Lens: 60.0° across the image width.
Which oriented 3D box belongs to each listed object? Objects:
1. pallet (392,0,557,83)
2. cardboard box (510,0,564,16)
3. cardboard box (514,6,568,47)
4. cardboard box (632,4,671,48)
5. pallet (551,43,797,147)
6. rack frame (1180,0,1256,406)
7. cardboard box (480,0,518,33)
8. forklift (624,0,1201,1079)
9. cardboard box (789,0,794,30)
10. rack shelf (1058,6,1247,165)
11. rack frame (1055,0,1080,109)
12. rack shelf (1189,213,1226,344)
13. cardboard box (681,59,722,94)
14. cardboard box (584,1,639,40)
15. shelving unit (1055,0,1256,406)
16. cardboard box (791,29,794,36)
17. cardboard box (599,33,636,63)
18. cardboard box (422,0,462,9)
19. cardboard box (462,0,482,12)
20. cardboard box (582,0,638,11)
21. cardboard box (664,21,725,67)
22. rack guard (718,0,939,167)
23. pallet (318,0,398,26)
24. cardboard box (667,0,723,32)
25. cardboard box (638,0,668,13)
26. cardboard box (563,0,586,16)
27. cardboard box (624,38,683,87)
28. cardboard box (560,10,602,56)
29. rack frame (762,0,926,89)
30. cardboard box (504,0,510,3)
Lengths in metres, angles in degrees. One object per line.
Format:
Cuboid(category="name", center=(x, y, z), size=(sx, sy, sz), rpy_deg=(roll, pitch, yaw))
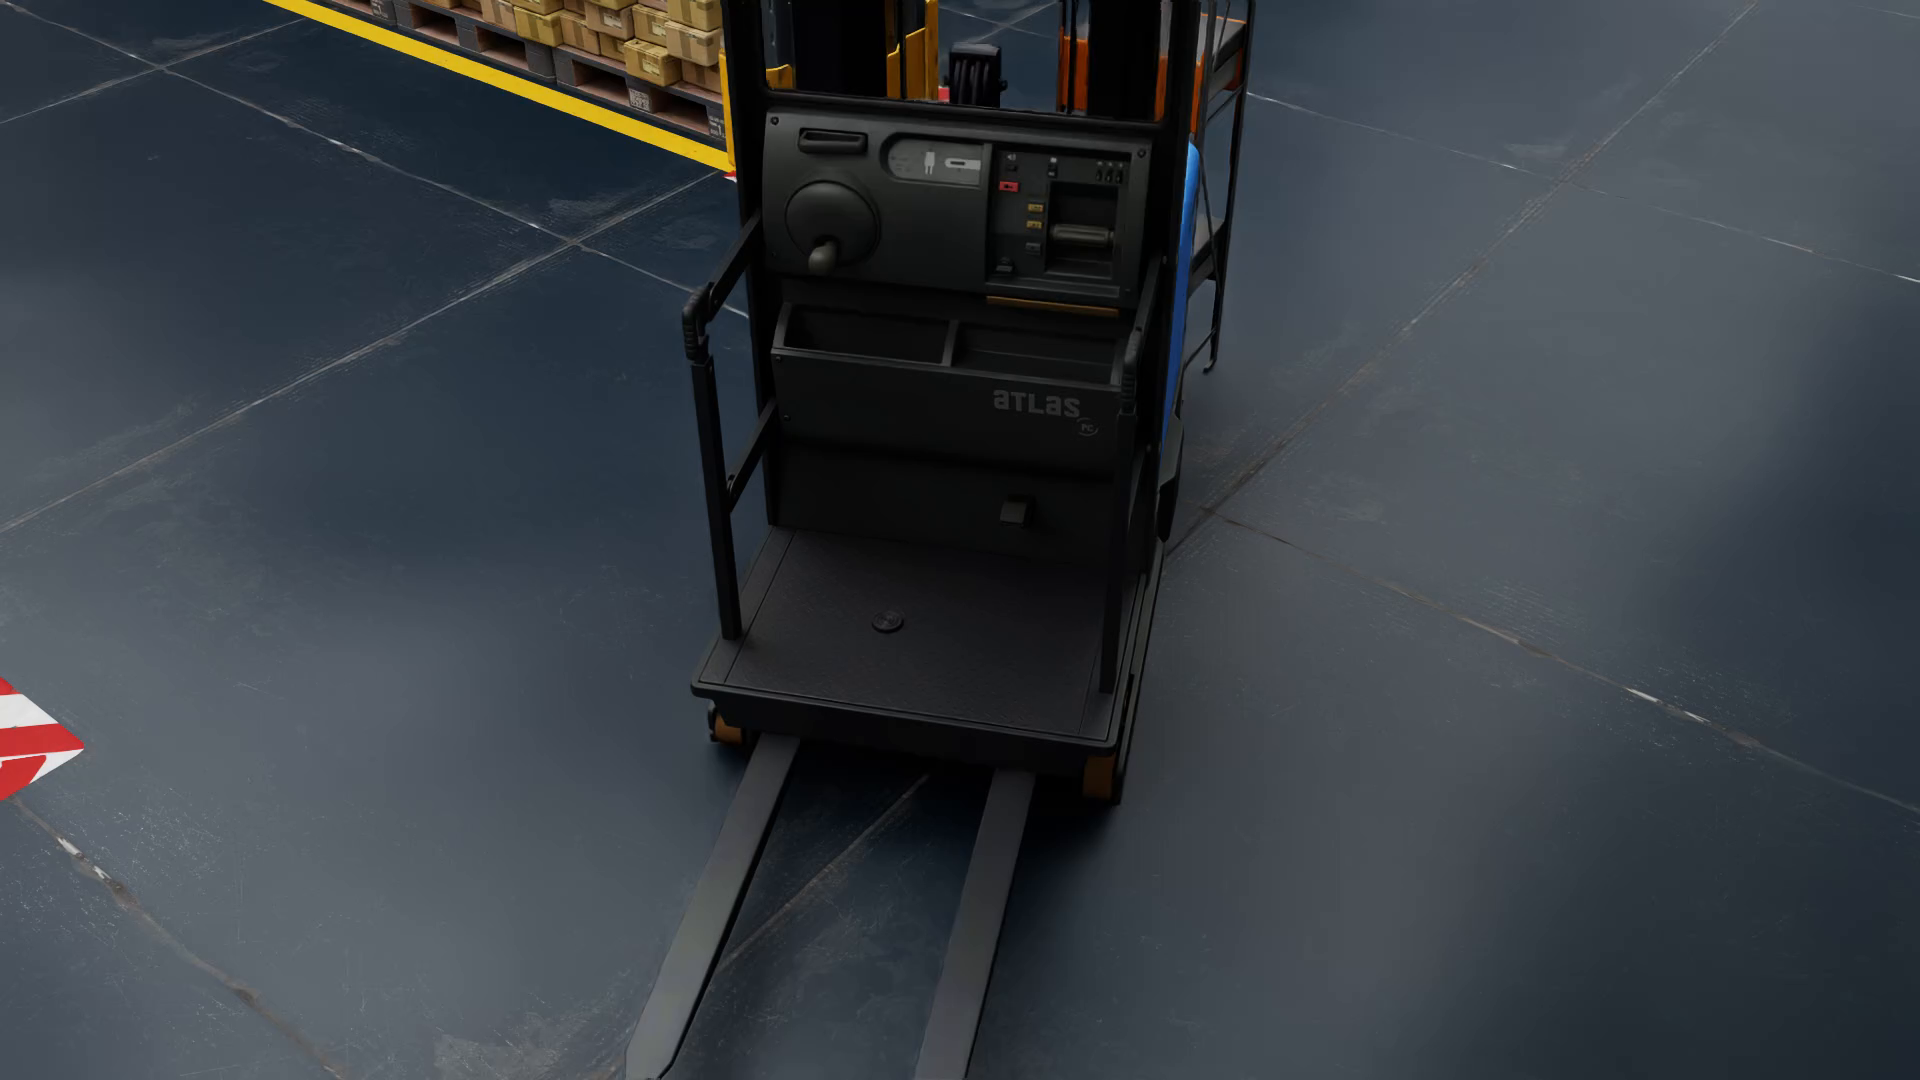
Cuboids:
Cuboid(category="pallet", center=(-2.155, -2.766, 8.611), size=(1.213, 0.211, 1.003), rpy_deg=(25, 45, 29))
Cuboid(category="cardboard box", center=(-1.931, -2.656, 7.939), size=(0.250, 0.149, 0.380), rpy_deg=(26, 45, 29))
Cuboid(category="cardboard box", center=(-1.919, -2.533, 8.024), size=(0.250, 0.149, 0.380), rpy_deg=(23, 44, 27))
Cuboid(category="cardboard box", center=(-1.273, -2.398, 7.611), size=(0.250, 0.149, 0.380), rpy_deg=(24, 44, 28))
Cuboid(category="pallet", center=(-1.190, -2.308, 8.027), size=(1.213, 0.211, 1.003), rpy_deg=(25, 45, 29))
Cuboid(category="rack frame", center=(0.839, -1.381, 5.311), size=(0.015, 2.100, 0.400), rpy_deg=(18, 42, 22))
Cuboid(category="cardboard box", center=(-2.123, -2.645, 8.167), size=(0.250, 0.149, 0.380), rpy_deg=(26, 45, 29))
Cuboid(category="forklift", center=(-0.059, -0.724, 3.797), size=(1.130, 2.935, 3.031), rpy_deg=(7, 39, 9))
Cuboid(category="cardboard box", center=(-0.766, -2.538, 7.789), size=(0.250, 0.149, 0.380), rpy_deg=(27, 46, 30))
Cuboid(category="rack shelf", center=(0.624, -1.442, 5.411), size=(0.480, 0.518, 0.431), rpy_deg=(18, 42, 22))
Cuboid(category="rack frame", center=(0.410, -1.524, 5.494), size=(0.015, 2.100, 0.400), rpy_deg=(18, 42, 22))
Cuboid(category="rack shelf", center=(0.625, -0.891, 5.842), size=(0.480, 0.518, 0.431), rpy_deg=(18, 42, 22))
Cuboid(category="cardboard box", center=(-1.051, -2.194, 7.591), size=(0.250, 0.149, 0.380), rpy_deg=(26, 45, 29))
Cuboid(category="cardboard box", center=(-1.512, -2.468, 7.700), size=(0.250, 0.149, 0.380), rpy_deg=(23, 44, 27))
Cuboid(category="shelving unit", center=(0.624, -1.453, 5.402), size=(0.503, 2.100, 0.431), rpy_deg=(18, 42, 22))
Cuboid(category="cardboard box", center=(-0.727, -2.452, 7.921), size=(0.250, 0.149, 0.380), rpy_deg=(26, 45, 29))
Cuboid(category="cardboard box", center=(-1.474, -2.382, 7.831), size=(0.250, 0.149, 0.380), rpy_deg=(25, 44, 28))
Cuboid(category="cardboard box", center=(-2.534, -2.837, 8.413), size=(0.250, 0.149, 0.380), rpy_deg=(24, 44, 27))
Cuboid(category="cardboard box", center=(-2.279, -2.777, 8.335), size=(0.250, 0.149, 0.380), rpy_deg=(27, 45, 30))
Cuboid(category="cardboard box", center=(-1.528, -2.565, 7.582), size=(0.250, 0.149, 0.380), rpy_deg=(24, 44, 28))
Cuboid(category="cardboard box", center=(-1.098, -2.274, 7.452), size=(0.250, 0.149, 0.380), rpy_deg=(24, 44, 27))
Cuboid(category="rack guard", center=(-0.566, -2.101, 7.527), size=(0.348, 0.500, 1.175), rpy_deg=(25, 45, 29))
Cuboid(category="pallet", center=(-3.128, -3.222, 9.194), size=(1.213, 0.211, 1.003), rpy_deg=(25, 45, 29))
Cuboid(category="cardboard box", center=(-1.080, -2.408, 7.381), size=(0.250, 0.149, 0.380), rpy_deg=(26, 45, 29))
Cuboid(category="cardboard box", center=(-1.245, -2.530, 7.537), size=(0.250, 0.149, 0.380), rpy_deg=(26, 45, 29))
Cuboid(category="cardboard box", center=(-1.663, -2.619, 7.893), size=(0.250, 0.149, 0.380), rpy_deg=(25, 44, 28))
Cuboid(category="cardboard box", center=(-1.316, -2.241, 7.651), size=(0.250, 0.149, 0.380), rpy_deg=(27, 45, 30))
Cuboid(category="cardboard box", center=(-1.678, -2.468, 7.941), size=(0.250, 0.149, 0.380), rpy_deg=(26, 45, 29))
Cuboid(category="rack frame", center=(-0.506, -3.056, 6.720), size=(0.127, 3.000, 1.000), rpy_deg=(25, 45, 29))
Cuboid(category="cardboard box", center=(-2.124, -2.761, 8.073), size=(0.250, 0.149, 0.380), rpy_deg=(28, 46, 31))
